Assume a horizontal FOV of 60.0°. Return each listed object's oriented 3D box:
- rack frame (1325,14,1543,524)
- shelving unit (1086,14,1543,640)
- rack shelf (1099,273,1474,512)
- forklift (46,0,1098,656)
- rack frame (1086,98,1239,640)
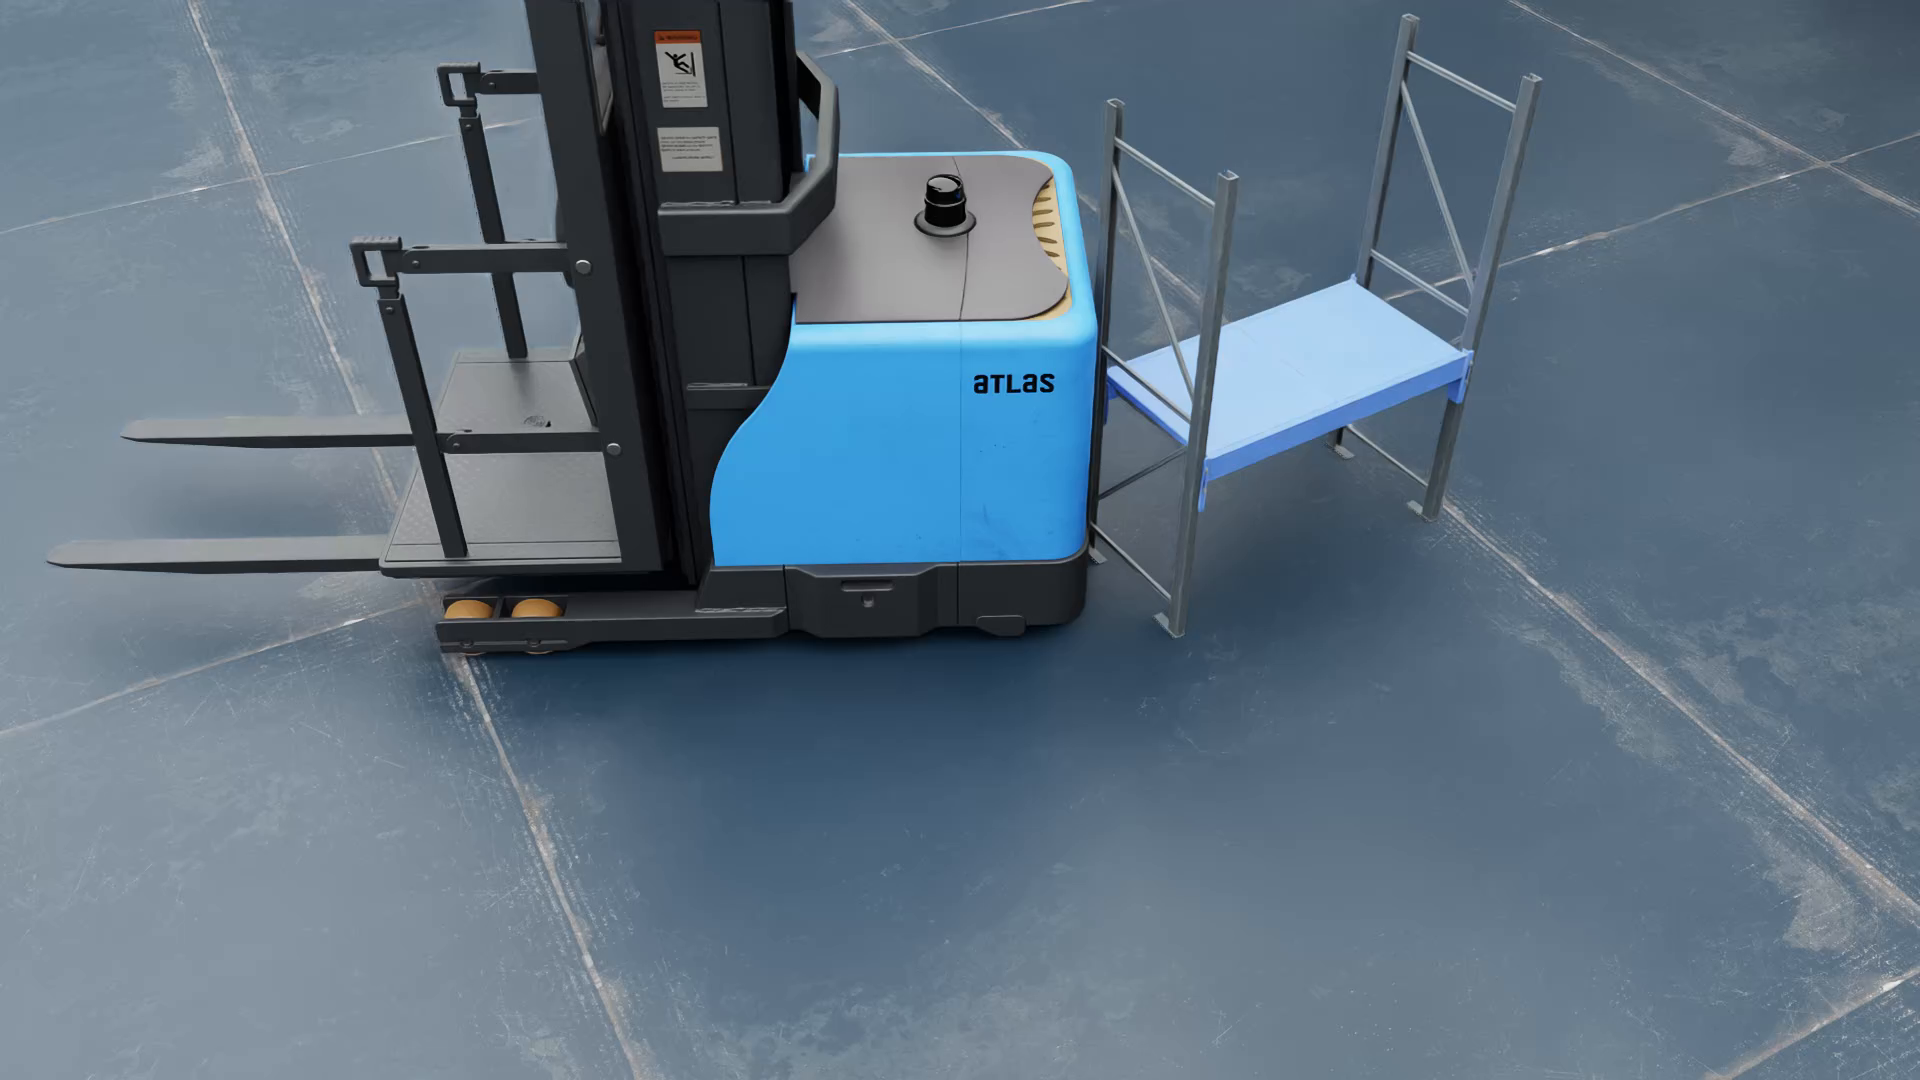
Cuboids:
[{"bbox_3d":[1.383,-0.767,4.995,0.032,1.500,0.500,-22,45,-24],"label":"rack frame"},{"bbox_3d":[0.951,-0.594,4.791,1.048,1.500,0.538,-22,45,-24],"label":"shelving unit"},{"bbox_3d":[0.951,-0.457,4.907,1.000,0.185,0.538,-22,45,-24],"label":"rack shelf"},{"bbox_3d":[-1.156,-1.130,4.316,3.031,2.935,1.130,-1,40,-1],"label":"forklift"},{"bbox_3d":[0.518,-0.421,4.586,0.032,1.500,0.500,-22,45,-24],"label":"rack frame"}]
